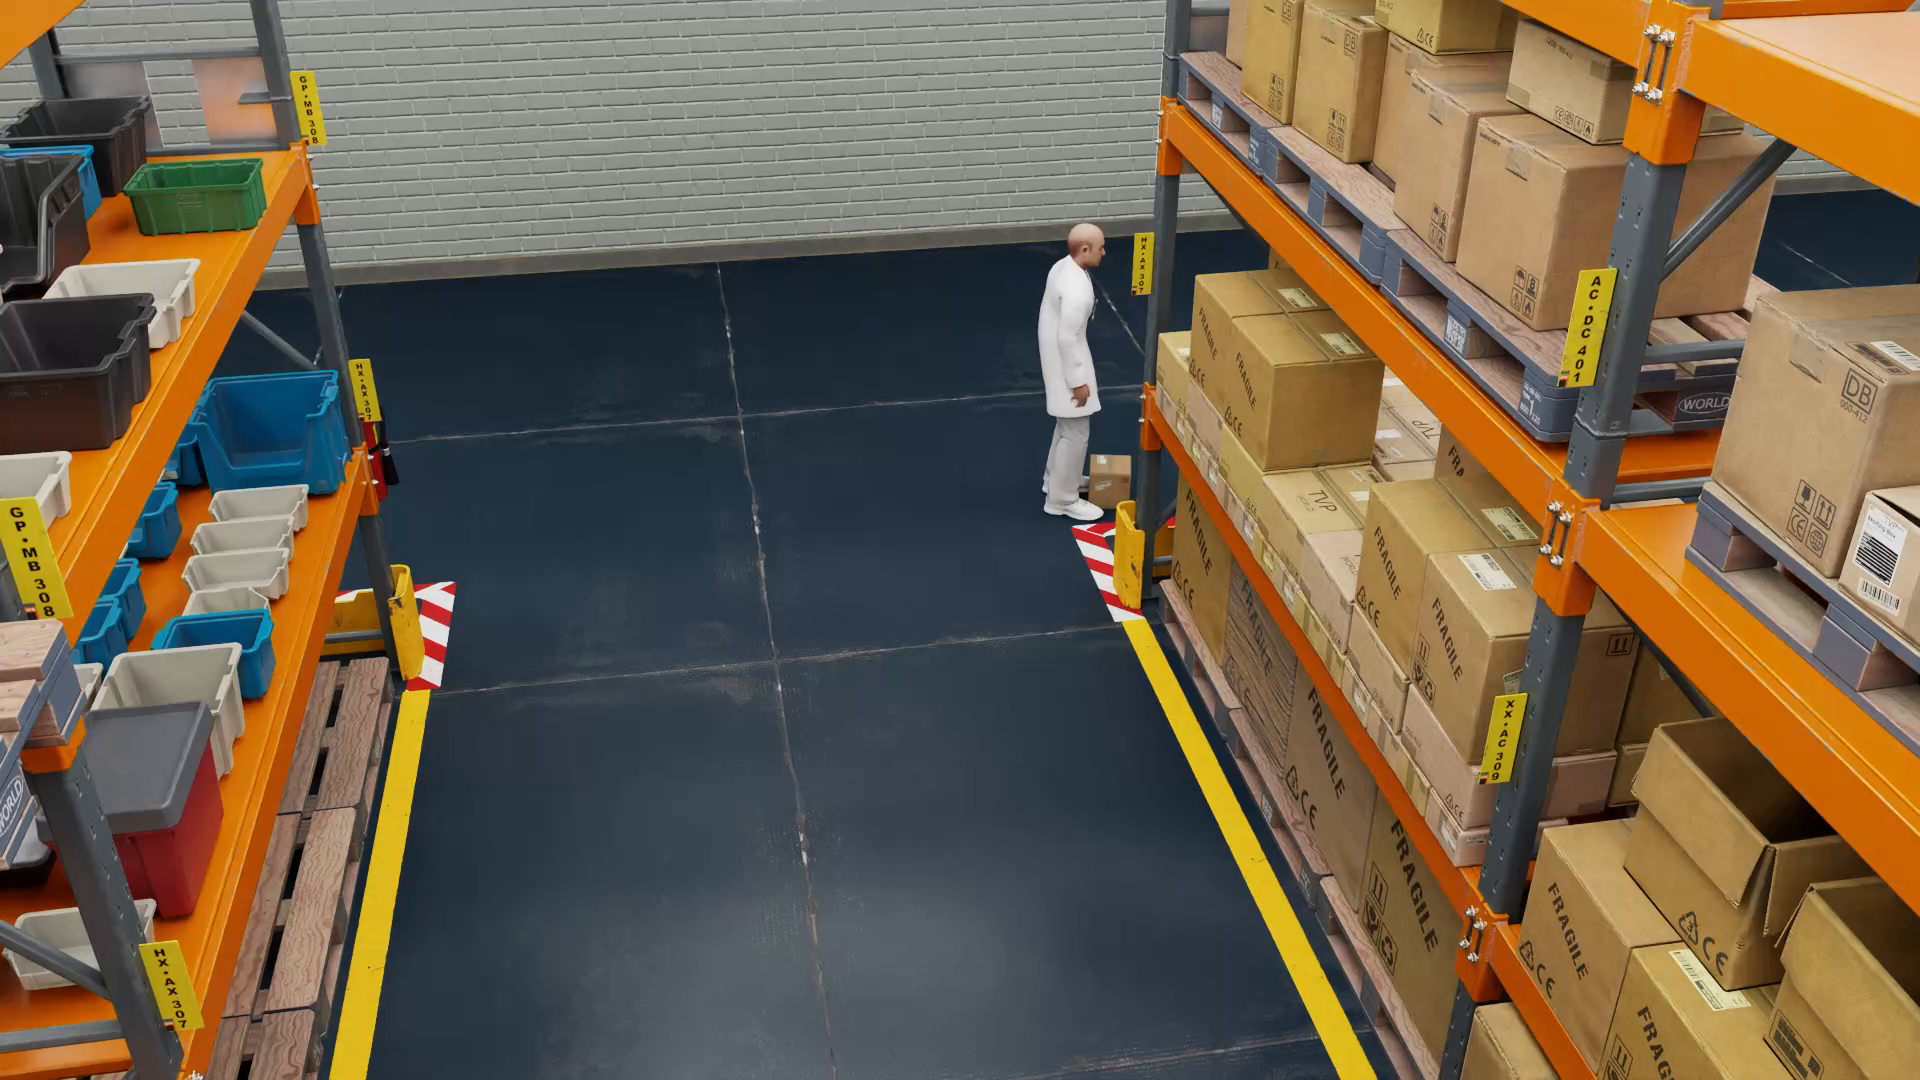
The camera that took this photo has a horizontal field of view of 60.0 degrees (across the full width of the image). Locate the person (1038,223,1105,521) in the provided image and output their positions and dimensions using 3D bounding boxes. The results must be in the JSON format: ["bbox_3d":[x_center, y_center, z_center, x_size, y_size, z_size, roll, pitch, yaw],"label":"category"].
[{"bbox_3d":[0.674,-1.025,9.913,0.429,1.772,0.645,0,30,0],"label":"person"}]
